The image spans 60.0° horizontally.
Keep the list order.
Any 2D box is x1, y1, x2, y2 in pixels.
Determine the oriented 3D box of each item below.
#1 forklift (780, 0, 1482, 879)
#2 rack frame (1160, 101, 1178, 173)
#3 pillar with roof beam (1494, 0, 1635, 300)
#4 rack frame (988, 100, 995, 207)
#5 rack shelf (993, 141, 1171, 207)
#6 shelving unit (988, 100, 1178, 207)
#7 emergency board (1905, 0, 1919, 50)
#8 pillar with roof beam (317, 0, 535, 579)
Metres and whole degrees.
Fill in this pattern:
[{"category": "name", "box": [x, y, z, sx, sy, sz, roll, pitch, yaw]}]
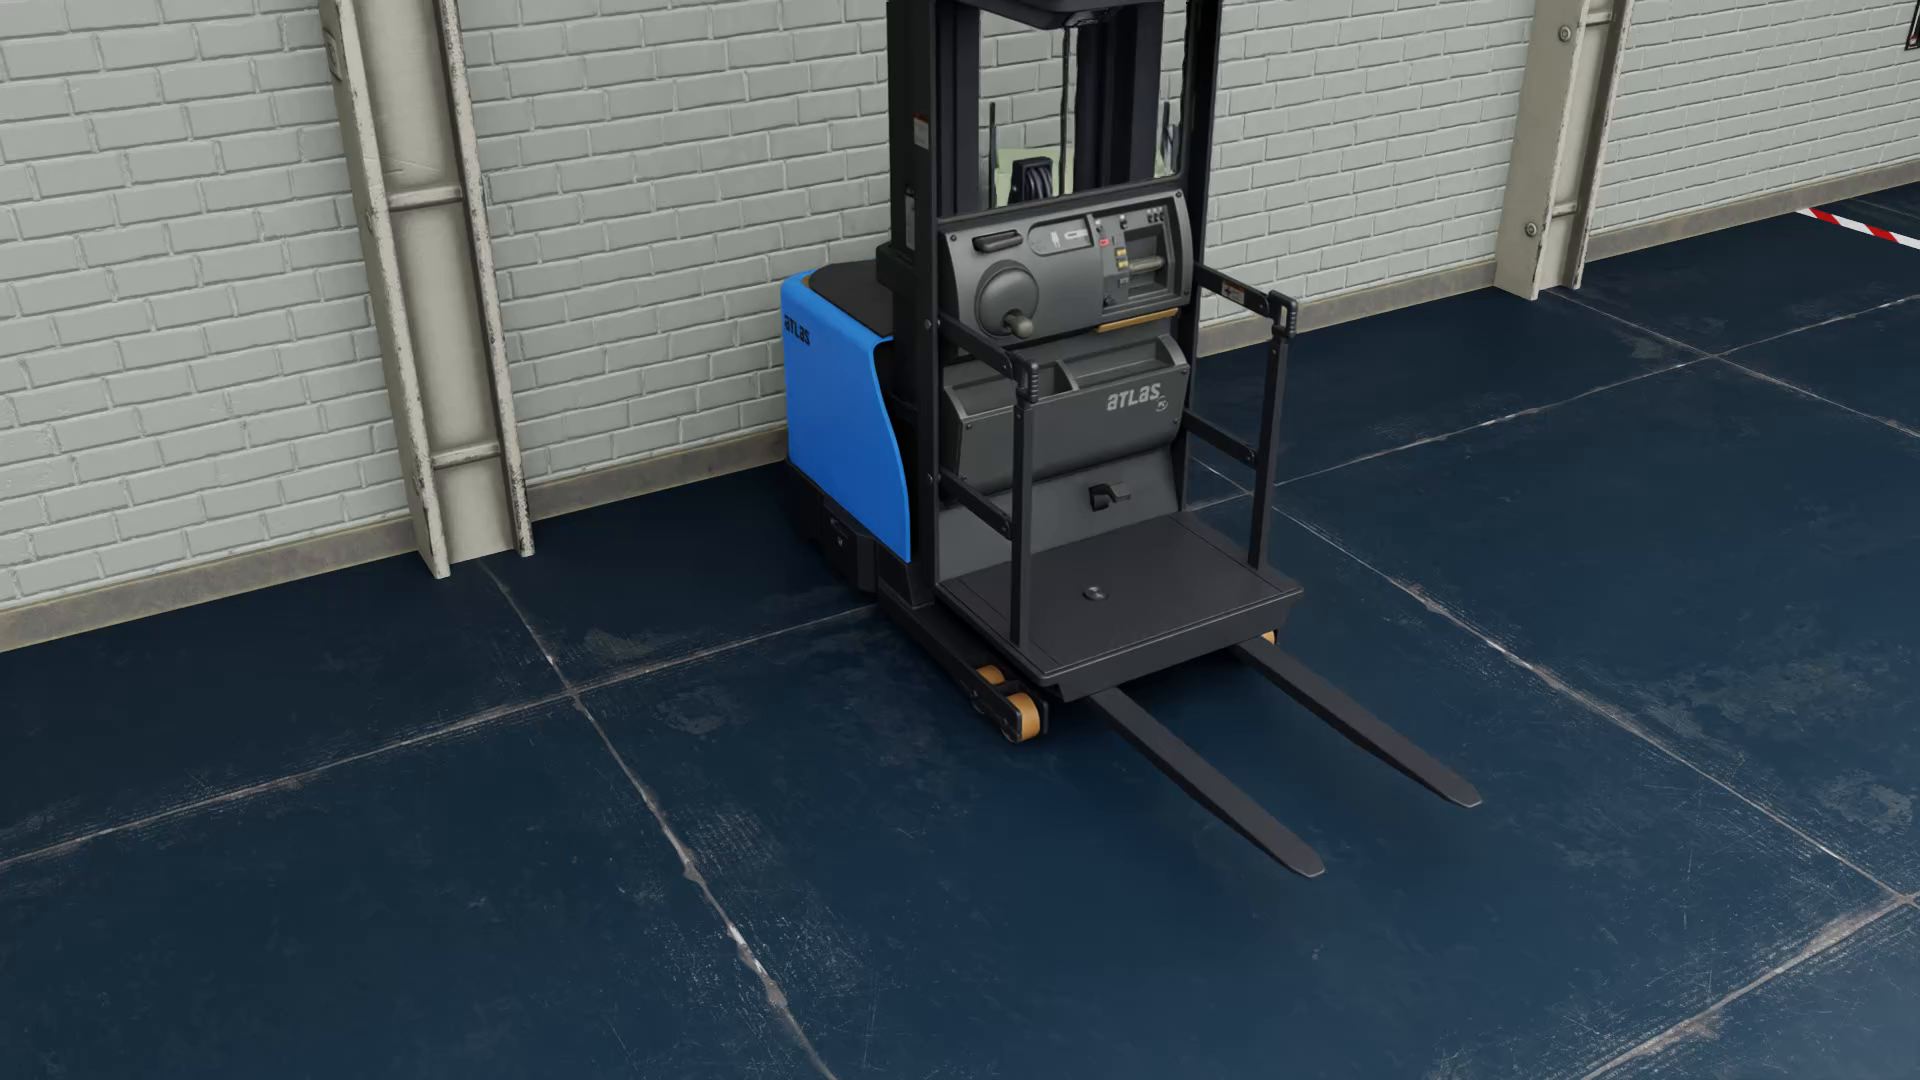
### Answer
[{"category": "forklift", "box": [0.480, -0.865, 5.284, 1.130, 2.935, 3.031, -16, 33, -27]}, {"category": "rack frame", "box": [0.864, -1.094, 7.180, 0.023, 1.500, 0.400, 0, 29, 1]}, {"category": "pillar with roof beam", "box": [5.409, -3.575, 3.915, 0.400, 9.000, 9.100, -16, 33, -26]}, {"category": "rack frame", "box": [0.132, -1.098, 7.187, 0.023, 1.500, 0.400, 0, 29, 1]}, {"category": "rack shelf", "box": [0.498, -1.438, 6.995, 0.720, 0.370, 0.431, 0, 29, 1]}, {"category": "shelving unit", "box": [0.498, -1.096, 7.184, 0.755, 1.500, 0.431, 0, 29, 1]}, {"category": "emergency board", "box": [6.234, -3.627, 10.218, 0.626, 1.169, 0.157, -16, 33, -26]}, {"category": "pillar with roof beam", "box": [0.236, -2.106, 1.253, 0.400, 9.000, 9.100, -16, 33, -26]}]
